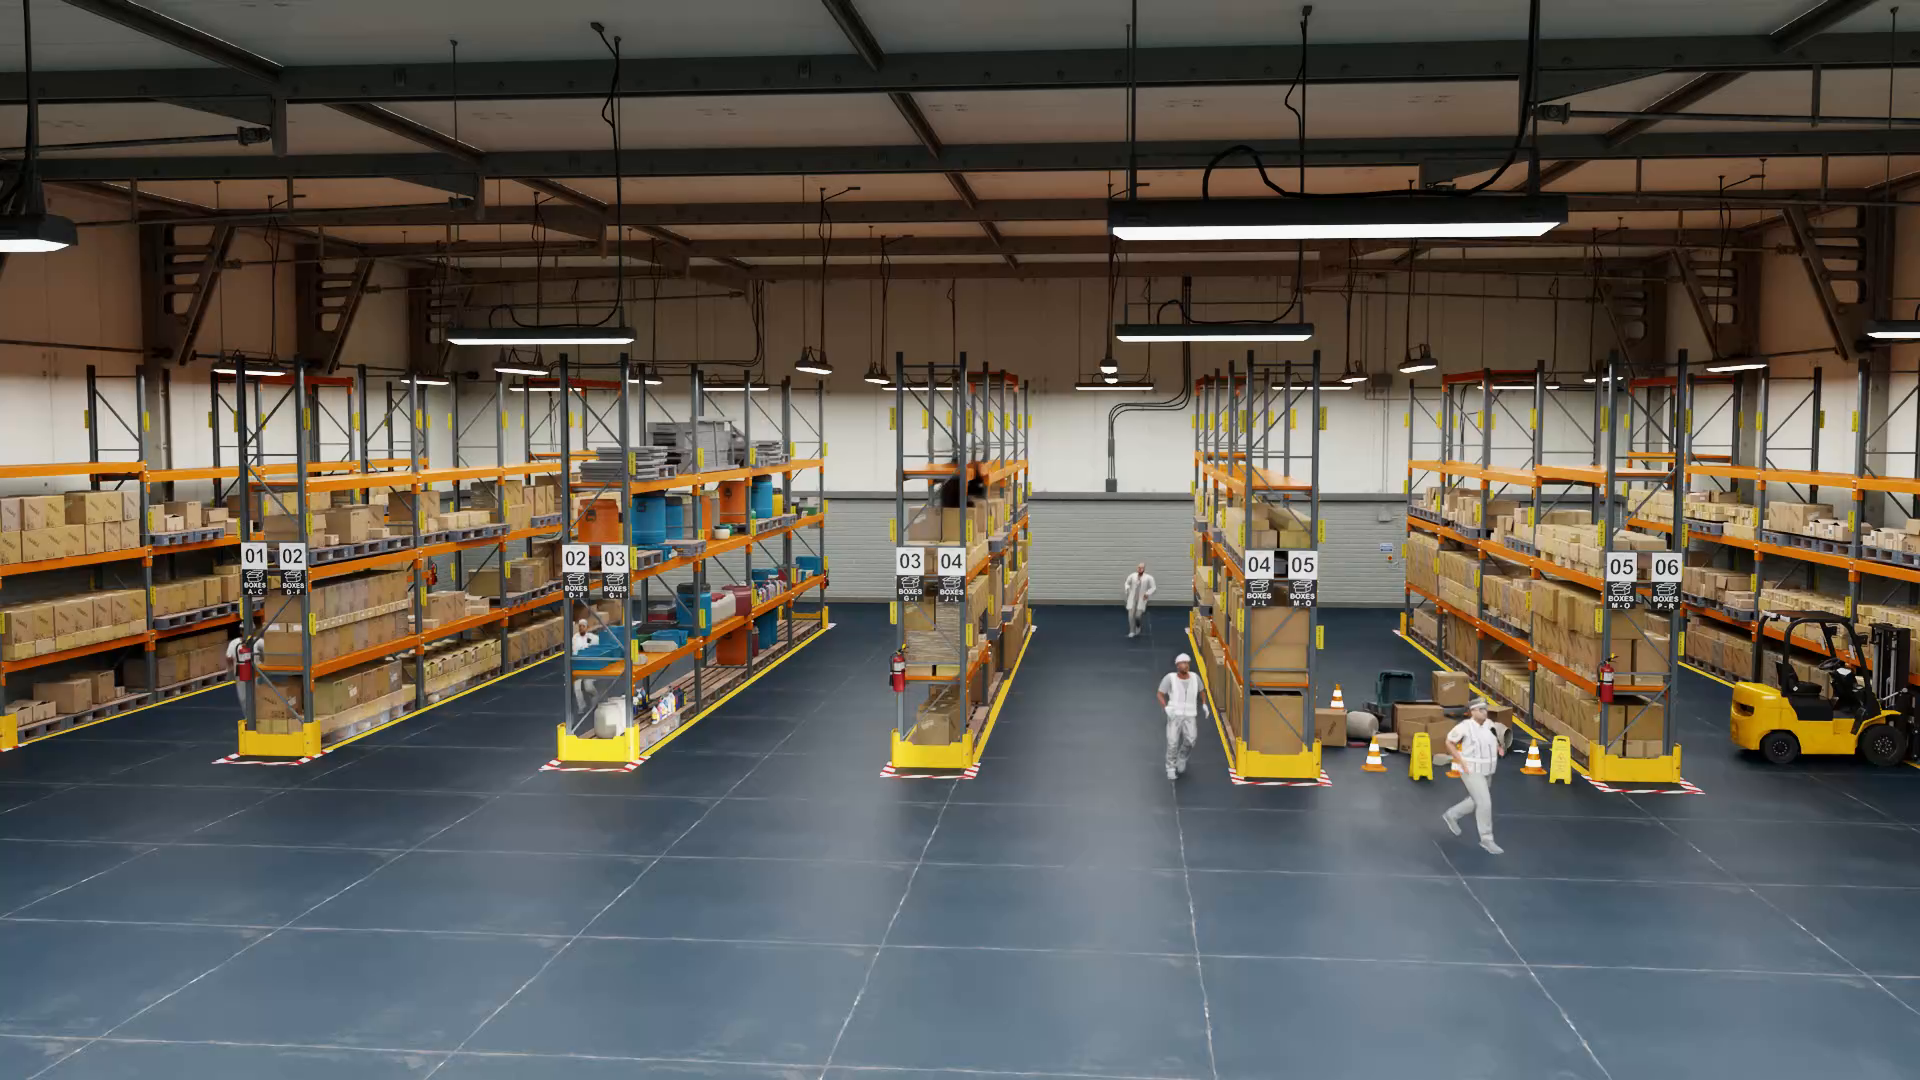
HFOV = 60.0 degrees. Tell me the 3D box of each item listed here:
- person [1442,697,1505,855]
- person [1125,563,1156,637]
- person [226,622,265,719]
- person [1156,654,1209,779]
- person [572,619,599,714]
[{"bbox_3d":[6.094,2.727,19.593,0.647,1.803,0.873,-3,5,-34],"label":"person"},{"bbox_3d":[4.160,1.402,38.646,0.734,1.724,0.677,2,4,22],"label":"person"},{"bbox_3d":[-11.645,2.201,27.134,0.664,1.750,0.624,-1,4,-8],"label":"person"},{"bbox_3d":[3.134,2.478,23.413,0.731,1.756,0.522,0,4,-6],"label":"person"},{"bbox_3d":[-6.465,2.165,28.560,0.604,1.616,0.575,0,4,3],"label":"person"}]
